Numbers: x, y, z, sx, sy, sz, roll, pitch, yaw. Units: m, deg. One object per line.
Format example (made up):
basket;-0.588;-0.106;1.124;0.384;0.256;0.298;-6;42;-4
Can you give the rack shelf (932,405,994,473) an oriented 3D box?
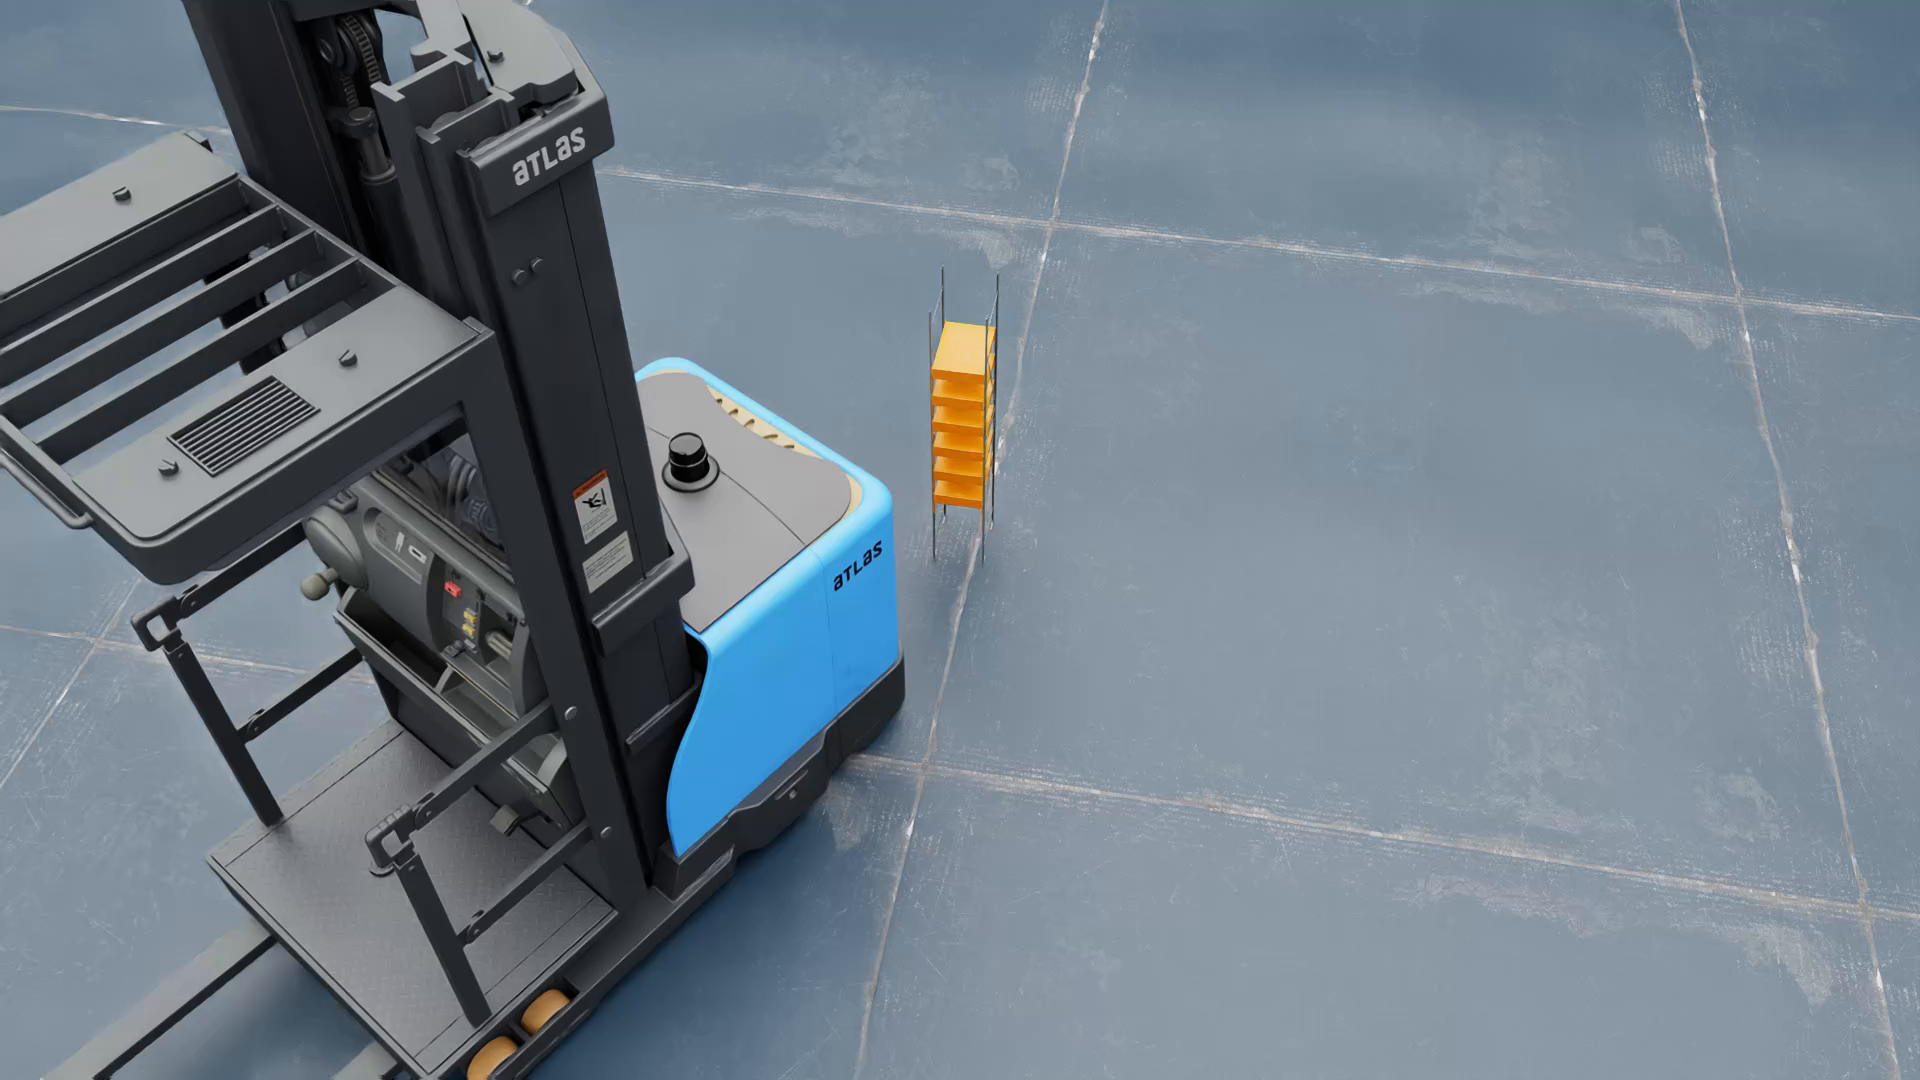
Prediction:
rack shelf;0.014;-0.369;5.835;0.180;0.103;0.258;8;49;7

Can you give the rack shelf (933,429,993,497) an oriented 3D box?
rack shelf;0.014;-0.289;5.924;0.180;0.103;0.258;8;49;7

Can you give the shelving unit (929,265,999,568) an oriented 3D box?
shelving unit;0.014;-0.399;5.802;0.189;1.200;0.258;8;49;7

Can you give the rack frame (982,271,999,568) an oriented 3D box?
rack frame;0.104;-0.387;5.791;0.006;1.200;0.240;8;49;7

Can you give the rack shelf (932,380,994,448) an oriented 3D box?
rack shelf;0.014;-0.450;5.746;0.180;0.103;0.258;8;49;7

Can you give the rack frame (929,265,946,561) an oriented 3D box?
rack frame;-0.076;-0.411;5.813;0.006;1.200;0.240;8;49;7

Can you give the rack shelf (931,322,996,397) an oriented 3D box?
rack shelf;0.014;-0.610;5.567;0.180;0.103;0.258;8;49;7

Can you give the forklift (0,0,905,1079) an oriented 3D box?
forklift;-1.526;0.189;4.110;1.130;2.935;3.031;32;56;26

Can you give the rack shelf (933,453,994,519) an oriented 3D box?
rack shelf;0.014;-0.209;6.014;0.180;0.103;0.258;8;49;7

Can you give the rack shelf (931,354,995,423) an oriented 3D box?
rack shelf;0.014;-0.530;5.657;0.180;0.103;0.258;8;49;7
